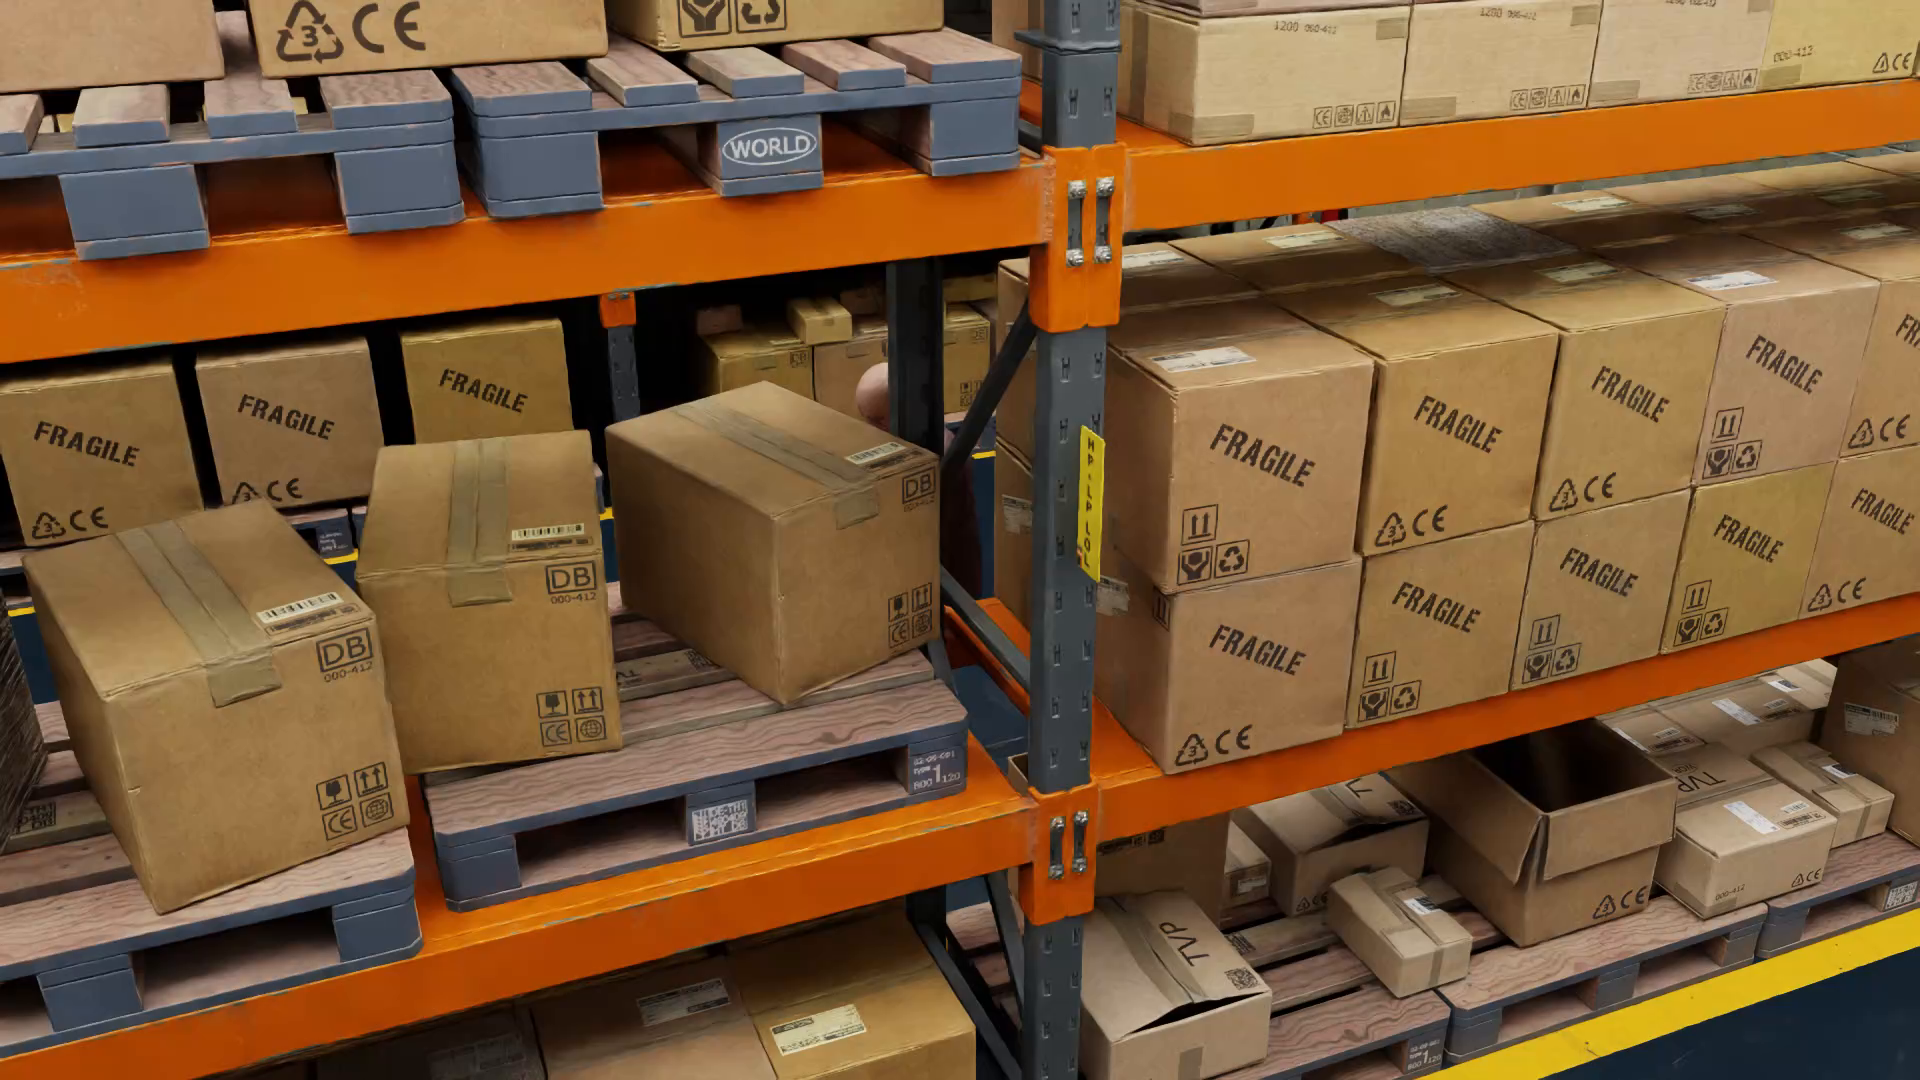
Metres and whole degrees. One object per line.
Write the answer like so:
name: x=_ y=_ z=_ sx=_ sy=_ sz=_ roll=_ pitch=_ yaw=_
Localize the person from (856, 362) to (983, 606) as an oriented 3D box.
person: x=-0.149 y=0.164 z=5.887 sx=0.466 sy=1.702 sz=0.599 roll=-11 pitch=28 yaw=-22
